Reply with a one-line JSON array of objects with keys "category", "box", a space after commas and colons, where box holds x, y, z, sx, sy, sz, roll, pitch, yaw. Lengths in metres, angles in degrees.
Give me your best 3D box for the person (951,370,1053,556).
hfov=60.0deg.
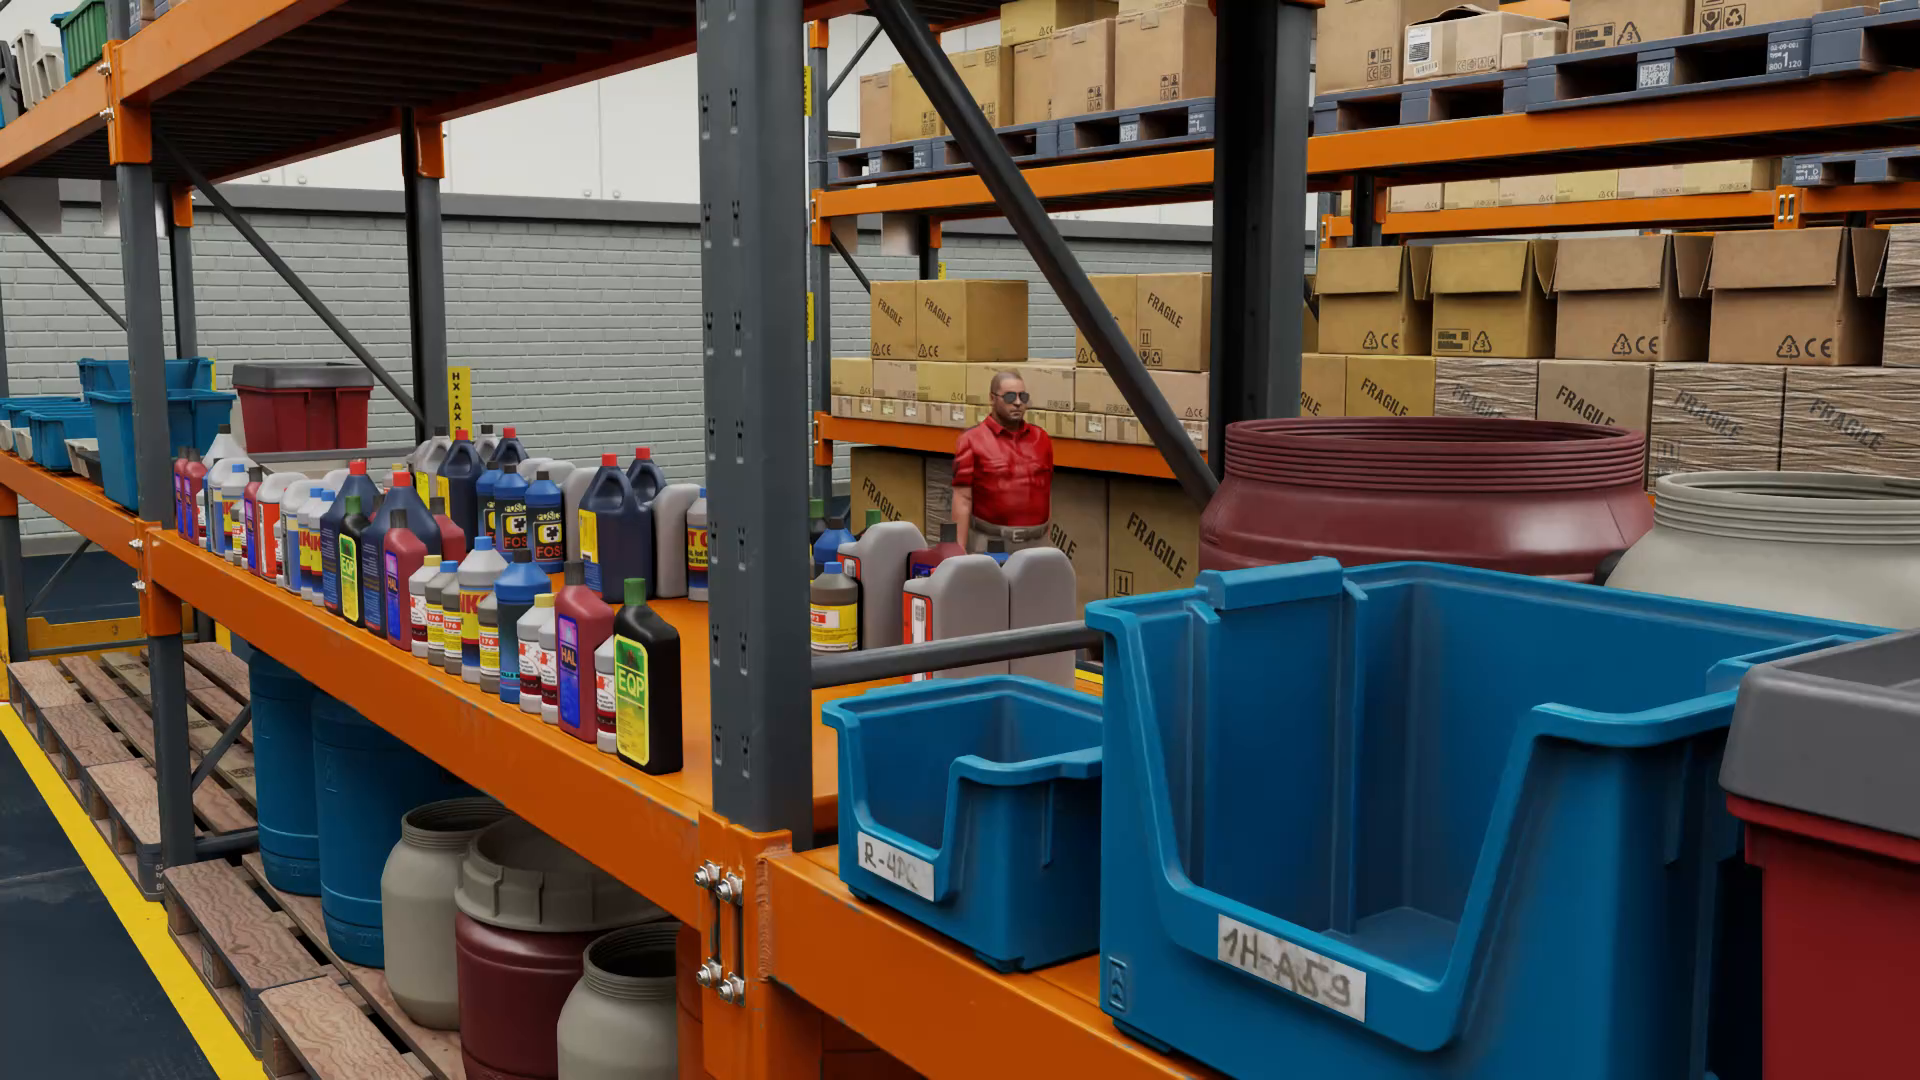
[{"category": "person", "box": [0.276, 0.077, 7.724, 0.551, 1.715, 0.732, -3, 8, -22]}]
